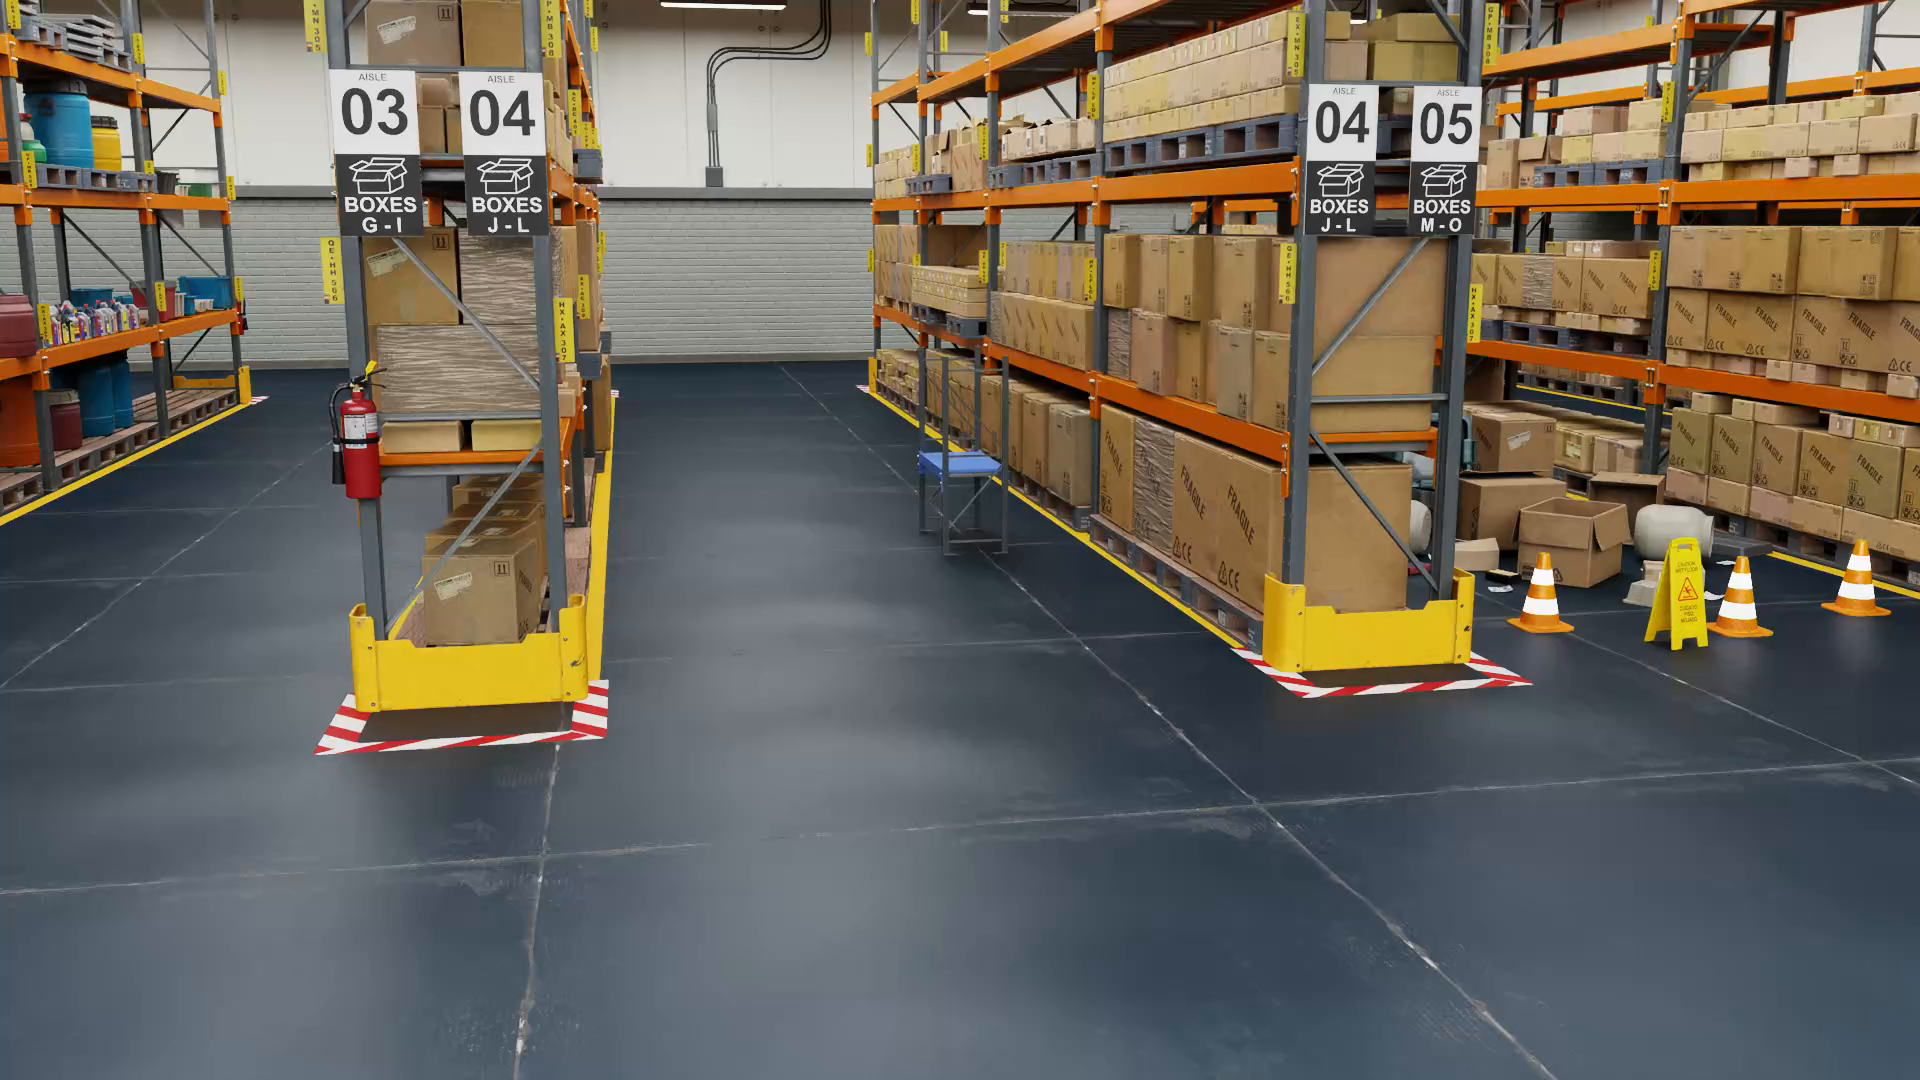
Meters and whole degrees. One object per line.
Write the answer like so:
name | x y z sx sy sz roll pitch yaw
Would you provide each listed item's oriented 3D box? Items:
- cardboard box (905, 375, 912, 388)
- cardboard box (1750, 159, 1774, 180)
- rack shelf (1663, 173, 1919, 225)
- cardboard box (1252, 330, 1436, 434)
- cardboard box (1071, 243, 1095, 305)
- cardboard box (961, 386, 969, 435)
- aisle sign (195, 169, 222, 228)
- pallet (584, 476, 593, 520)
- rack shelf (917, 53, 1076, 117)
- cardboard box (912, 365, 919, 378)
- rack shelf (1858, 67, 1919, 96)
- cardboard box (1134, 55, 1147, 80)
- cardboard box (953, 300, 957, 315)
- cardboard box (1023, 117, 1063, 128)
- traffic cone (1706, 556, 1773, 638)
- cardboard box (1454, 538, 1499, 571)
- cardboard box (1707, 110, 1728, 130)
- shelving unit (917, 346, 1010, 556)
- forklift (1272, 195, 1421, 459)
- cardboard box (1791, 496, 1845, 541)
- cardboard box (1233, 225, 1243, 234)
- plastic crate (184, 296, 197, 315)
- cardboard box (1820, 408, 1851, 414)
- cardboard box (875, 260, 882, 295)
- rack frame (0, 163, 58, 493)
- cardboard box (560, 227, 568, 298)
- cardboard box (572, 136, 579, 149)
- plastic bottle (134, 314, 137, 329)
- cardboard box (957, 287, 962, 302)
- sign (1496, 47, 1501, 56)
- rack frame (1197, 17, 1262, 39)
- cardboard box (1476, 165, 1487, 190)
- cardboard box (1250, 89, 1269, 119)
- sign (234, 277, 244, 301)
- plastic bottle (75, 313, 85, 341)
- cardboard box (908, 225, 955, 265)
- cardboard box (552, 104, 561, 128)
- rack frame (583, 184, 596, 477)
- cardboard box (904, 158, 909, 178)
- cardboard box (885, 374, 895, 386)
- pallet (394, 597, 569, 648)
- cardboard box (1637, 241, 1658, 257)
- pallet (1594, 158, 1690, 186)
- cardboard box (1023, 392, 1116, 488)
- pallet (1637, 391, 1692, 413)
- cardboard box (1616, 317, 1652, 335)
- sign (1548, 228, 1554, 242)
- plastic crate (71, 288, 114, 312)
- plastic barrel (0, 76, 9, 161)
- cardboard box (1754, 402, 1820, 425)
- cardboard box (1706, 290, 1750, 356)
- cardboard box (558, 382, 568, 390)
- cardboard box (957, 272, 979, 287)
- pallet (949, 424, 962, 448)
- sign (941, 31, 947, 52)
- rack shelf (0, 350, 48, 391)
cardboard box | -0.511 -2.084 21.828 0.380 0.149 0.250 -3 11 -13
cardboard box | 6.370 -2.864 12.873 0.380 0.149 0.250 -2 11 -9
rack shelf | 6.777 -2.472 12.066 1.077 0.370 4.000 -2 11 -11
cardboard box | 2.213 -0.927 9.644 0.875 0.550 0.550 -2 11 -11
cardboard box | 1.347 -2.246 14.033 0.700 0.500 0.500 -2 11 -12
cardboard box | 0.292 -1.439 18.297 0.500 0.500 0.500 -2 11 -9
aisle sign | -10.252 -4.680 22.812 0.394 0.787 0.004 -2 11 -11
pallet | -3.727 -0.356 14.502 1.003 0.211 1.213 -2 11 -11
rack shelf | 0.385 -5.018 18.489 1.077 0.370 4.000 -2 11 -11
cardboard box | -0.417 -2.187 21.575 0.380 0.149 0.250 -2 11 -10
rack shelf | 10.867 -4.664 16.629 1.077 0.370 4.000 -2 11 -11
cardboard box | 1.439 -3.299 11.633 0.380 0.149 0.250 -2 11 -12
cardboard box | 0.130 -2.504 17.877 0.380 0.149 0.250 -2 11 -10
cardboard box | 0.865 -4.332 17.596 0.396 0.266 0.258 -2 11 -11
traffic cone | 4.794 0.331 10.217 0.336 0.463 0.334 -2 11 -11
cardboard box | 3.693 0.071 12.114 0.396 0.266 0.258 0 11 -1
cardboard box | 6.208 -3.345 13.264 0.380 0.149 0.250 -2 11 -9
shelving unit | 0.017 -0.721 12.974 0.538 1.500 1.048 -2 11 -11
forklift | 3.579 -1.900 15.340 1.130 2.935 3.031 -3 11 -15
cardboard box | 6.544 -0.171 12.301 0.500 0.250 0.500 -3 11 -13
cardboard box | 4.112 -4.418 23.709 0.380 0.149 0.250 -2 11 -12
plastic crate | -9.874 -2.959 21.010 0.416 0.233 0.300 -2 11 -11
cardboard box | 10.185 -1.682 19.574 0.500 0.500 0.500 -2 11 -9
cardboard box | -0.966 -3.824 24.204 0.500 0.500 0.500 -2 11 -8
rack frame | -8.969 -1.912 15.221 1.000 3.000 0.127 -2 11 -11
cardboard box | -2.485 -1.514 9.393 0.500 0.500 0.500 -2 11 -11
cardboard box | -3.581 -3.597 14.447 0.500 0.500 0.500 -2 11 -10
plastic bottle | -9.304 -2.467 18.669 0.097 0.201 0.097 0 11 0
cardboard box | 0.178 -2.606 17.620 0.380 0.149 0.250 -2 11 -9
sign | 8.390 -7.526 25.962 0.100 0.325 0.005 -2 11 -11
rack frame | 4.054 -6.867 25.209 1.000 3.000 0.127 -2 11 -11
cardboard box | 5.554 -3.750 17.211 0.396 0.266 0.258 -2 11 -11
cardboard box | 1.884 -2.487 9.502 0.380 0.149 0.250 -2 11 -11
sign | -9.989 -3.483 23.035 0.100 0.325 0.005 -2 11 -11
plastic bottle | -8.916 -2.160 16.833 0.061 0.283 0.133 -2 11 -11
cardboard box | -0.361 -3.751 21.143 0.500 0.500 0.500 -3 11 -13
cardboard box | -2.725 -2.664 10.482 0.380 0.149 0.250 -2 11 -8
rack frame | -4.111 -2.092 16.167 1.000 3.000 0.127 -2 11 -11
cardboard box | -0.433 -4.805 21.459 0.500 0.250 0.500 -3 11 -13
cardboard box | -0.866 -2.278 23.646 0.380 0.149 0.250 -2 11 -10
pallet | -2.693 0.581 9.582 1.003 0.211 1.213 -2 11 -11
cardboard box | 6.331 -2.734 15.617 0.380 0.149 0.250 -1 11 -8
pallet | 6.372 -3.218 14.559 1.213 0.211 1.003 -2 11 -11
cardboard box | 1.159 -0.909 14.845 1.050 0.750 0.750 -2 11 -11
pallet | 9.895 -1.850 22.351 1.003 0.211 1.213 -2 11 -11
cardboard box | 6.017 -1.886 14.634 0.380 0.149 0.250 -2 11 -10
sign | 9.470 -4.842 26.670 0.100 0.325 0.005 -2 11 -11
plastic crate | -10.173 -2.741 19.456 0.392 0.384 0.575 -2 11 -11
plastic barrel | -9.077 -3.907 15.409 0.600 0.830 0.708 -2 11 -11
cardboard box | 6.360 -0.975 12.788 0.380 0.149 0.250 -1 11 -8
cardboard box | 6.320 -1.732 13.213 0.500 0.500 0.500 -2 11 -11
cardboard box | -2.726 -0.931 10.737 0.380 0.149 0.250 -2 11 -11
cardboard box | 0.182 -2.749 17.573 0.380 0.149 0.250 -2 11 -12
pallet | 0.389 -1.251 19.205 1.003 0.211 1.213 -2 11 -11
sign | -0.234 -7.222 24.150 0.100 0.325 0.005 -2 11 -11
rack shelf | -8.580 -1.192 13.361 1.077 0.370 4.000 -2 11 -11
